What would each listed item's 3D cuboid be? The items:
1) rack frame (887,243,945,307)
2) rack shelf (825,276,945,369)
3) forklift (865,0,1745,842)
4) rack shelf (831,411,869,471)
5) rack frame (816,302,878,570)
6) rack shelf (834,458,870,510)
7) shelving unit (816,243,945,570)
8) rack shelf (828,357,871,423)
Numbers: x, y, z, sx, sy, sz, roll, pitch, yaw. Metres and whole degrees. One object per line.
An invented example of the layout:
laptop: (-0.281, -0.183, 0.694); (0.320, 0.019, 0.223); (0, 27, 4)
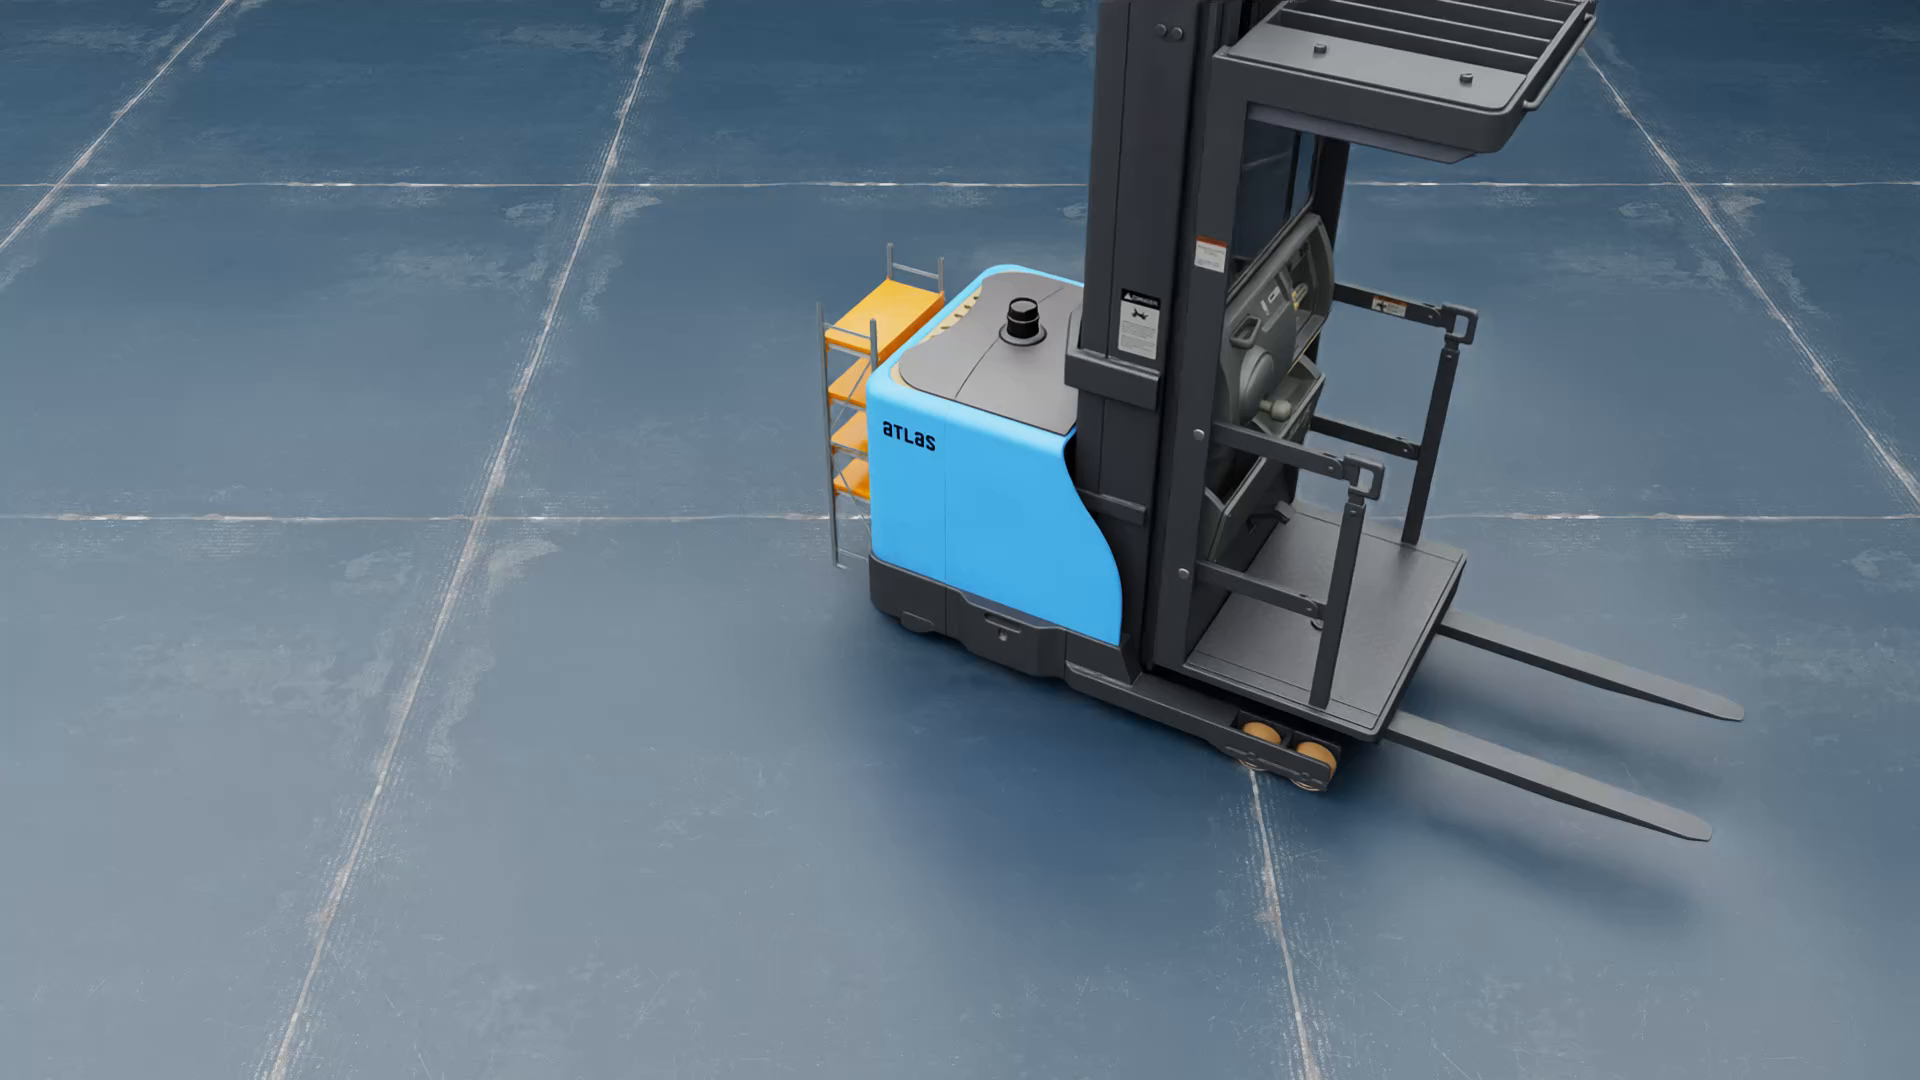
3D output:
rack frame: (-0.165, -0.602, 6.542); (0.240, 1.200, 0.015); (19, 42, 22)
rack shelf: (-0.282, -0.775, 6.129); (0.258, 0.148, 0.480); (19, 42, 22)
forklift: (1.195, -0.670, 5.243); (3.031, 2.935, 1.130); (19, 43, 22)
rack shelf: (-0.282, -0.416, 6.417); (0.258, 0.148, 0.480); (19, 42, 22)
rack frame: (-0.399, -0.334, 6.208); (0.240, 1.200, 0.015); (19, 42, 22)
rack shelf: (-0.282, -0.261, 6.541); (0.258, 0.148, 0.480); (19, 42, 22)
shelving unit: (-0.282, -0.468, 6.375); (0.258, 1.200, 0.503); (19, 42, 22)
rack shelf: (-0.282, -0.590, 6.277); (0.258, 0.148, 0.480); (19, 42, 22)
